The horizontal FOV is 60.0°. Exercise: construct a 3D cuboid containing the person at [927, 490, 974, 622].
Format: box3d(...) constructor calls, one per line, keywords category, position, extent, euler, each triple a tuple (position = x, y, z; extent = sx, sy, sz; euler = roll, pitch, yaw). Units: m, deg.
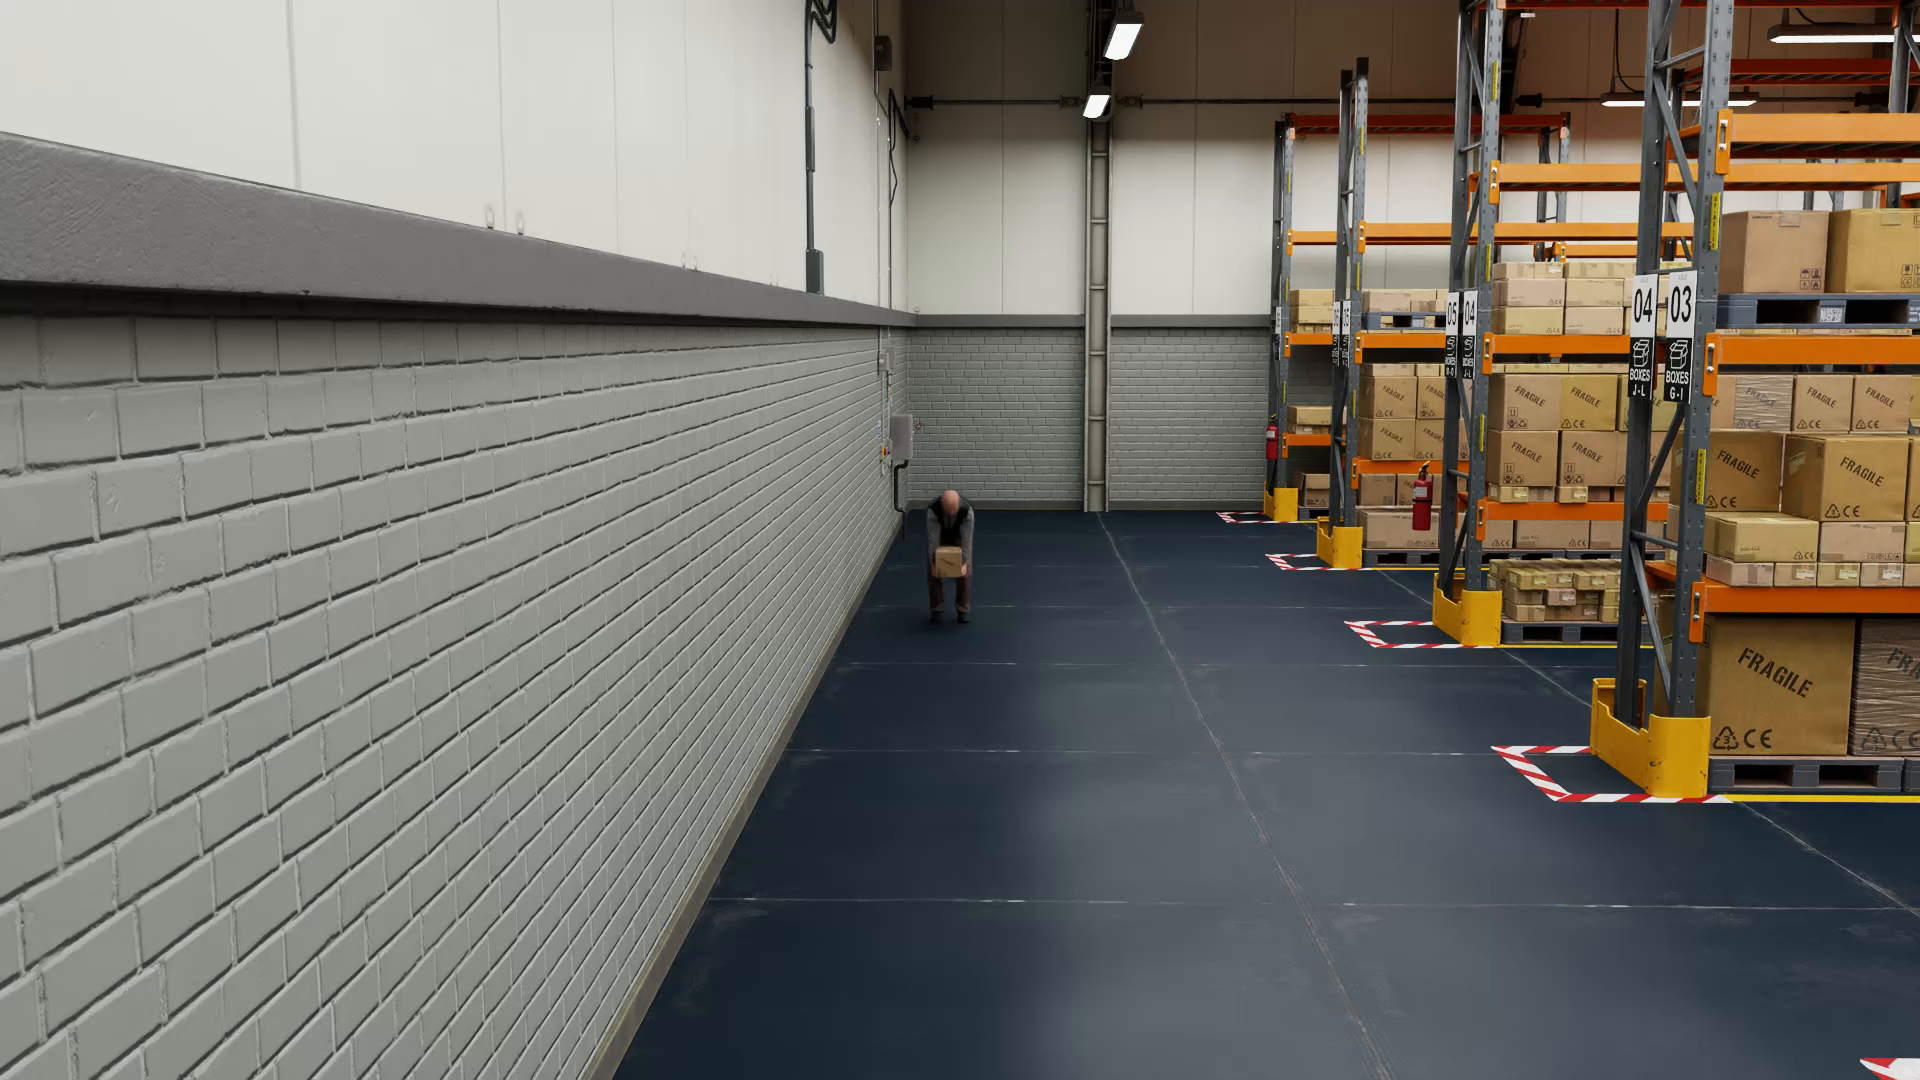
box3d(category="person", position=(-0.096, 0.158, 16.128), extent=(0.462, 1.348, 0.868), euler=(0, 7, 0))
